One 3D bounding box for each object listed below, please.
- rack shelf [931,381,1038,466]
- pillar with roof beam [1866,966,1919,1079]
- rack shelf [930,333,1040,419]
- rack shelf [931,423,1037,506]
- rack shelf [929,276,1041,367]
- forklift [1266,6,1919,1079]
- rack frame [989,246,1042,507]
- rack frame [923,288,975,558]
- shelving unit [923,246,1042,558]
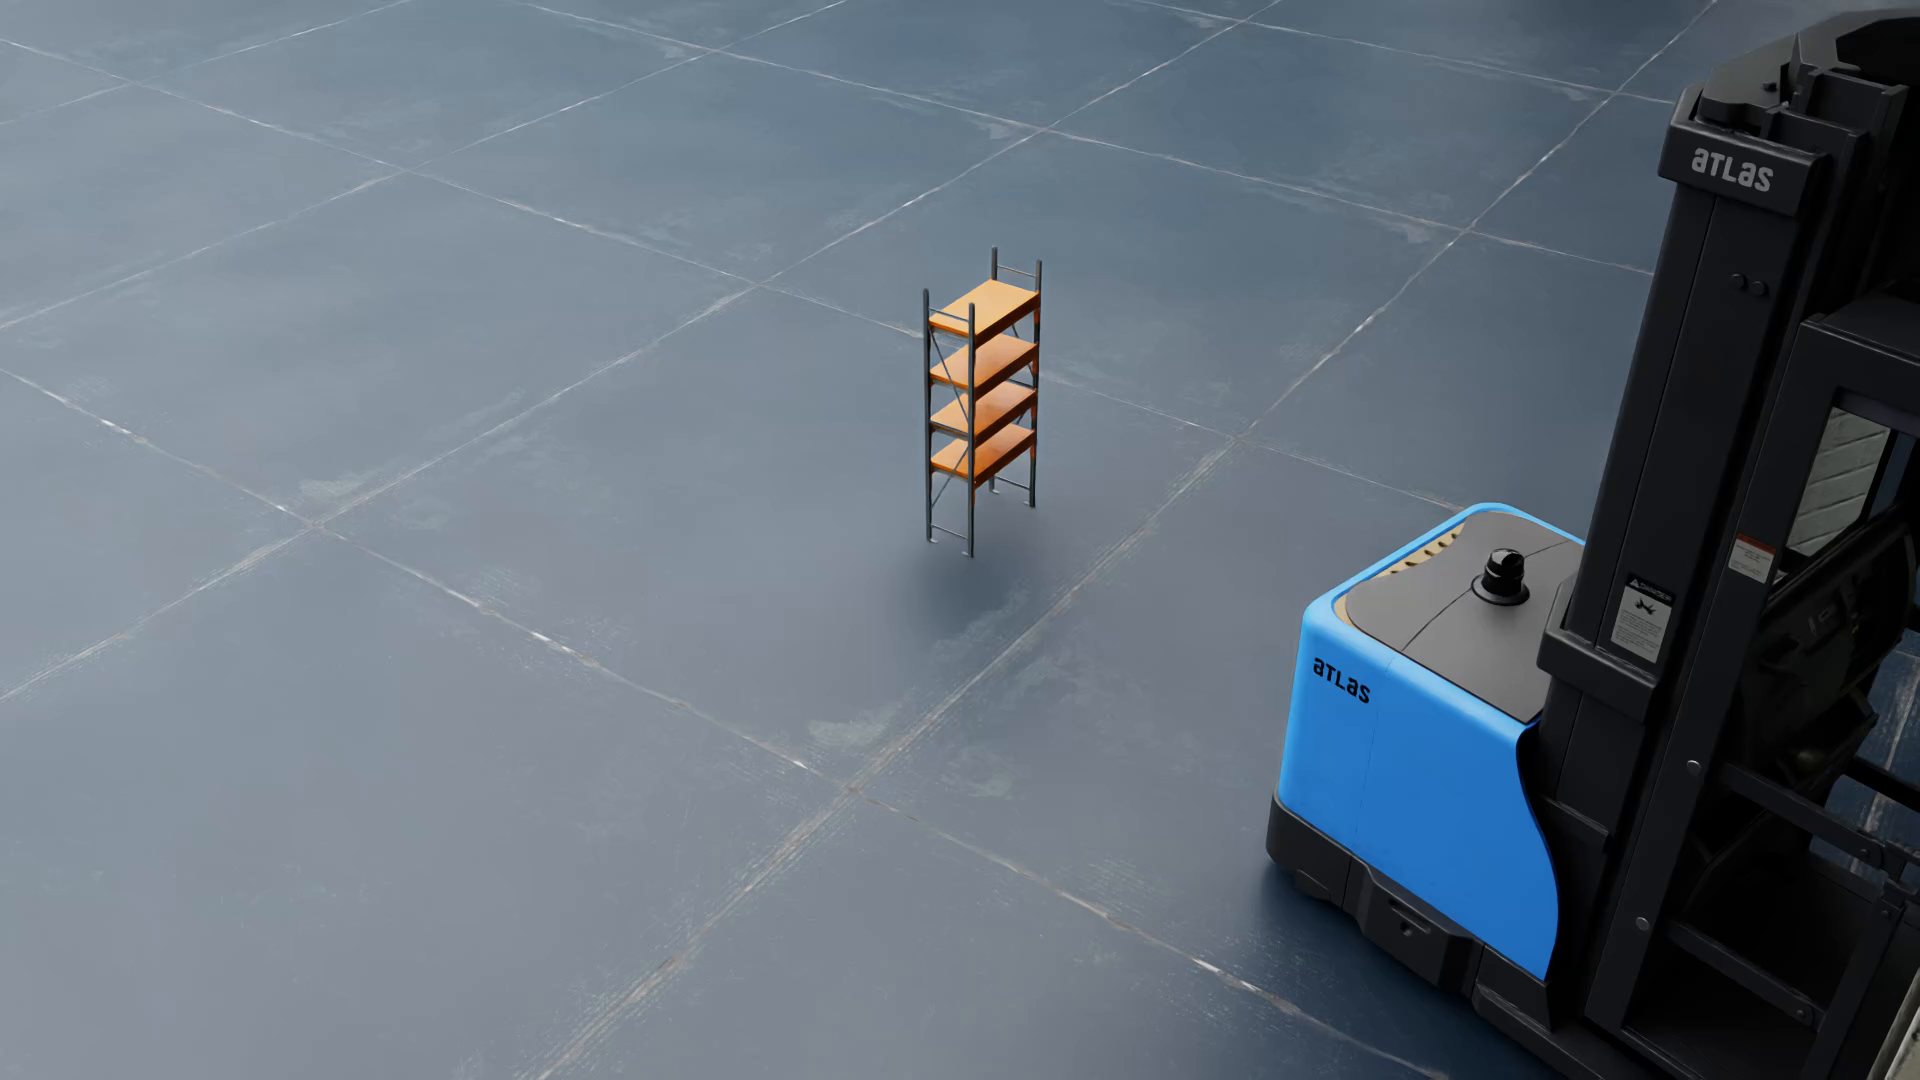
[{"bbox_3d":[0.094,-0.517,7.064,0.258,0.148,0.480,21,39,28],"label":"rack shelf"},{"bbox_3d":[-1.189,-3.149,3.874,9.100,9.000,0.400,21,39,28],"label":"pillar with roof beam"},{"bbox_3d":[0.094,-0.703,6.939,0.258,0.148,0.480,21,39,28],"label":"rack shelf"},{"bbox_3d":[0.094,-0.353,7.175,0.258,0.148,0.480,21,39,28],"label":"rack shelf"},{"bbox_3d":[0.094,-0.899,6.806,0.258,0.148,0.480,21,39,28],"label":"rack shelf"},{"bbox_3d":[2.370,0.326,4.151,1.130,2.935,3.031,-26,42,-33],"label":"forklift"},{"bbox_3d":[0.234,-0.686,7.193,0.240,1.200,0.015,21,39,28],"label":"rack frame"},{"bbox_3d":[-0.045,-0.461,6.860,0.240,1.200,0.015,21,39,28],"label":"rack frame"},{"bbox_3d":[0.094,-0.573,7.027,0.258,1.200,0.503,21,39,28],"label":"shelving unit"}]
